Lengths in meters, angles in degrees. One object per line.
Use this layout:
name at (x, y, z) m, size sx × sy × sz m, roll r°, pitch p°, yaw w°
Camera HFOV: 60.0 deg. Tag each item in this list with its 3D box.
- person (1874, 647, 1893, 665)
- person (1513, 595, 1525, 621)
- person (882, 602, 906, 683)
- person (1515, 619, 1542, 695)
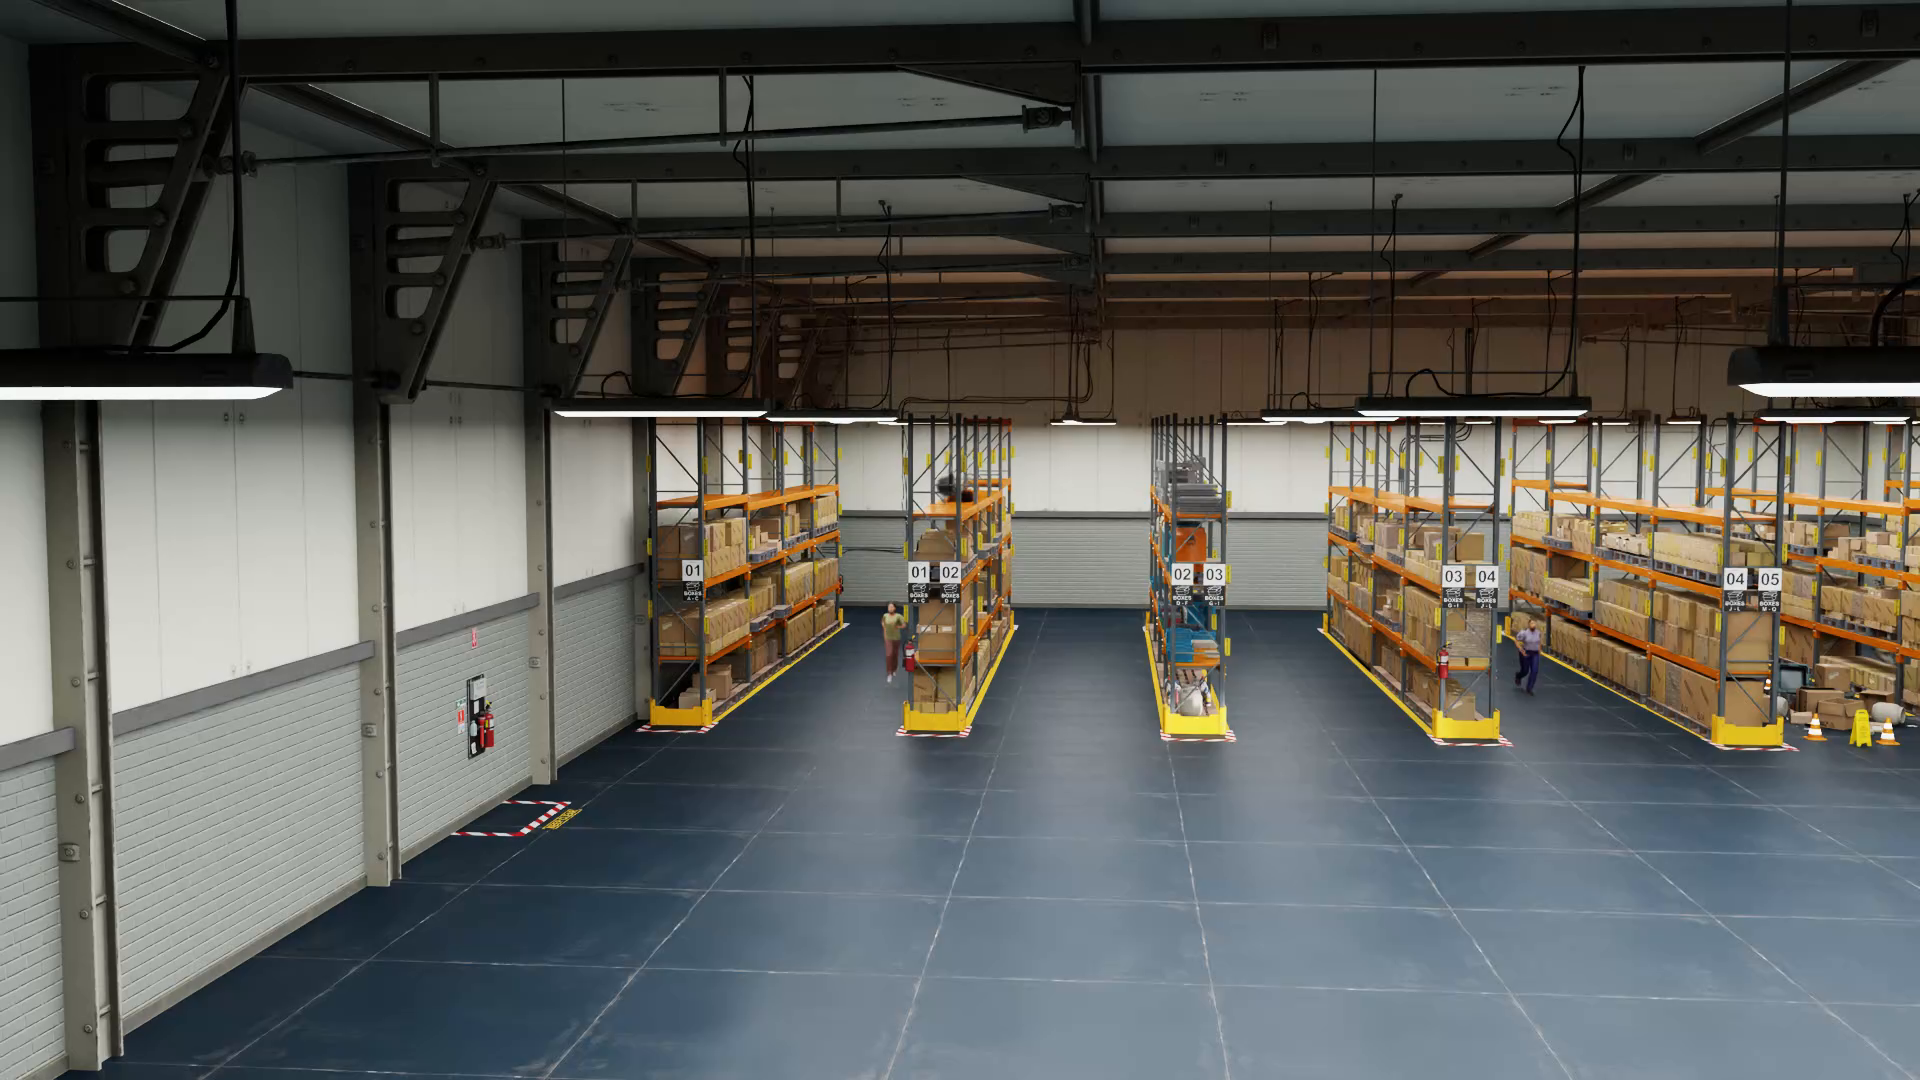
person at (21.331, 2.299, 38.205) m, size 0.711 × 1.725 × 0.636 m, roll 0°, pitch 4°, yaw 4°
person at (15.924, 1.748, 47.358) m, size 0.606 × 1.611 × 0.646 m, roll 2°, pitch 4°, yaw 31°
person at (-1.440, 2.197, 36.184) m, size 0.555 × 1.708 × 0.848 m, roll 0°, pitch 4°, yaw 3°
person at (12.307, 2.516, 36.011) m, size 0.611 × 1.618 × 0.739 m, roll -1°, pitch 4°, yaw -8°
